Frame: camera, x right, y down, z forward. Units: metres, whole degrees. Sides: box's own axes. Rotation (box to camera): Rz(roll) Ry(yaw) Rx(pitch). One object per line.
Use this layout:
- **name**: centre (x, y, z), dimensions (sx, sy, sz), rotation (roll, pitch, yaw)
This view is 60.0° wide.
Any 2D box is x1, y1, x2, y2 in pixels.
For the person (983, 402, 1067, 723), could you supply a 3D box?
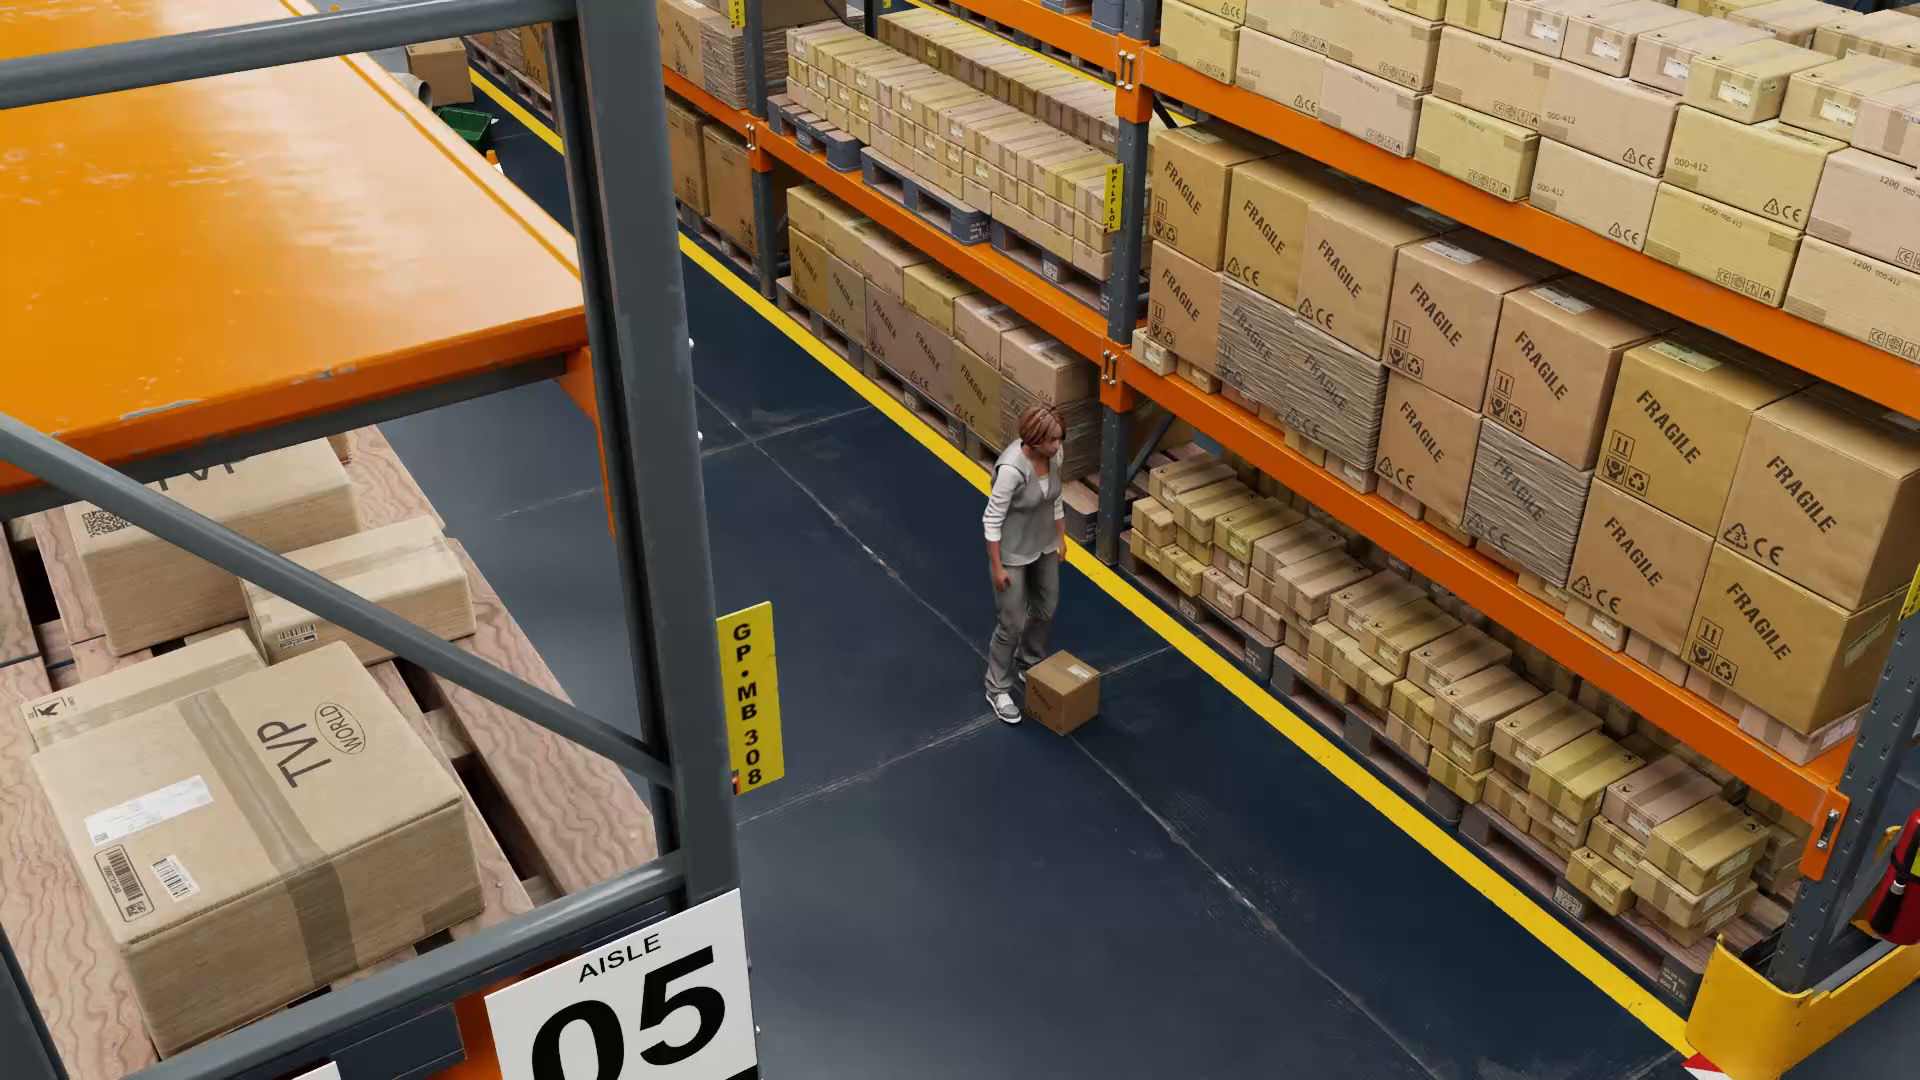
- **person**: centre (0.304, 0.068, 7.605), dimensions (0.461, 1.591, 0.345), rotation (-26, 41, -34)
